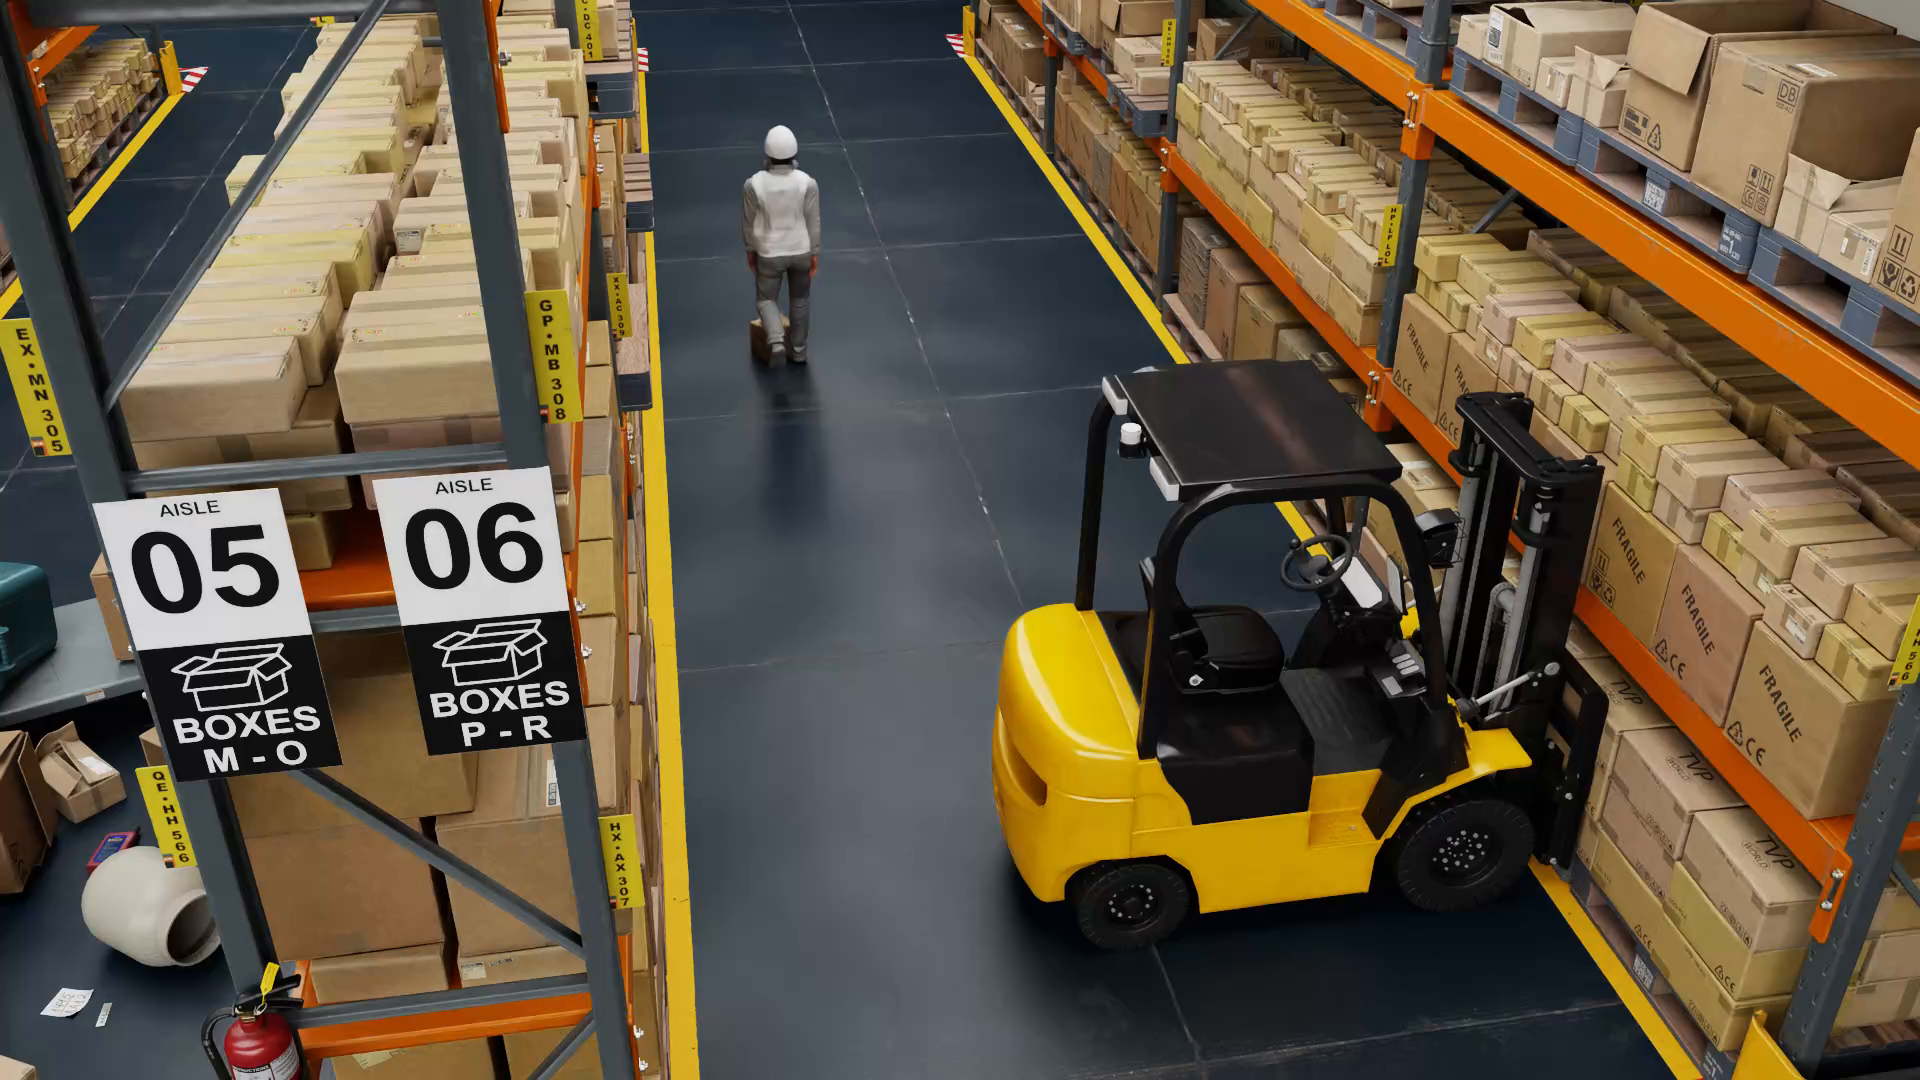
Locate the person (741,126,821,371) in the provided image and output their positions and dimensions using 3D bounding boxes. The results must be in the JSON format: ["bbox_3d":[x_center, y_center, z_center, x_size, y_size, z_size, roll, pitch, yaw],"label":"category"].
[{"bbox_3d":[-1.224,-1.992,11.472,0.536,1.748,0.736,-5,31,-8],"label":"person"}]
